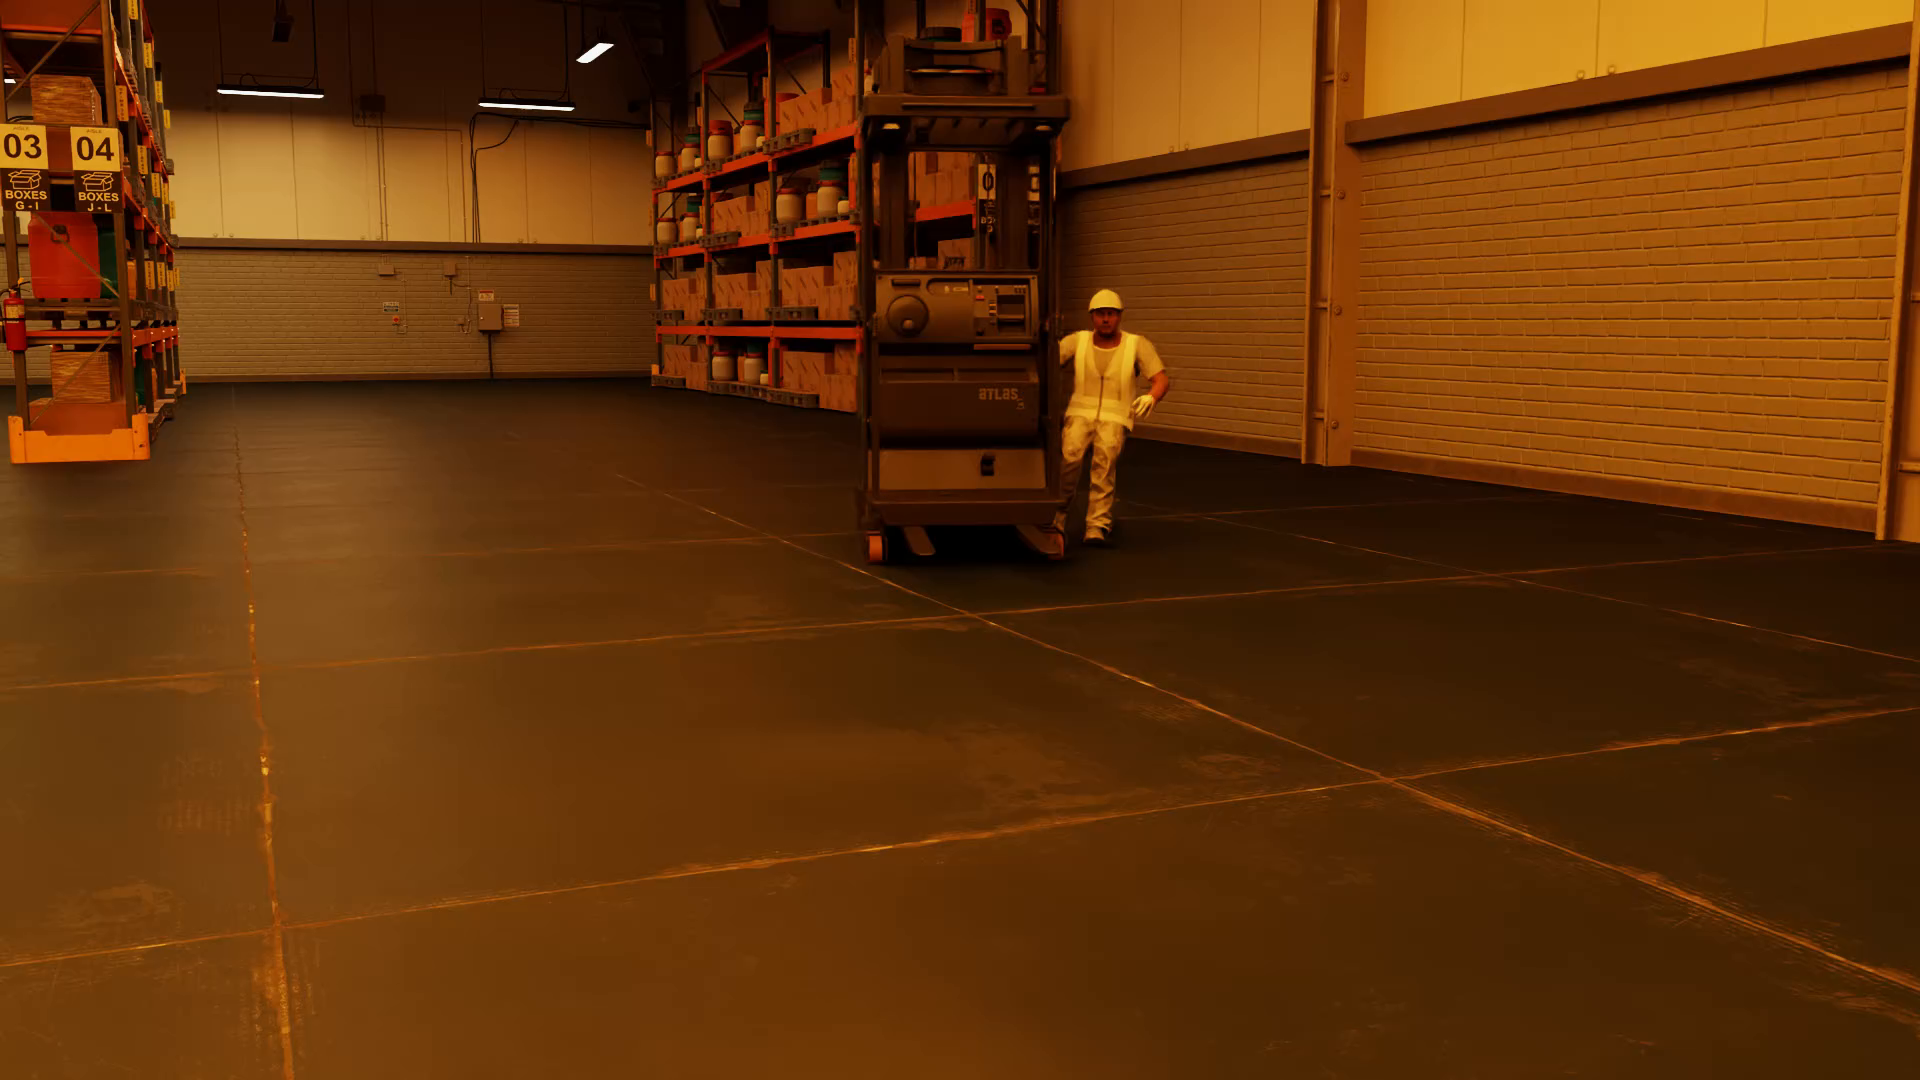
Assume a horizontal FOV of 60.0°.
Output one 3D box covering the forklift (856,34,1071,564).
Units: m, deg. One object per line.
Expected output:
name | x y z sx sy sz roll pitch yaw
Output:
forklift | 0.007 -1.363 9.278 1.130 2.935 3.031 -1 8 -5

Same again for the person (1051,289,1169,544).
person | 0.845 -0.735 10.083 0.846 1.567 0.913 1 8 5
